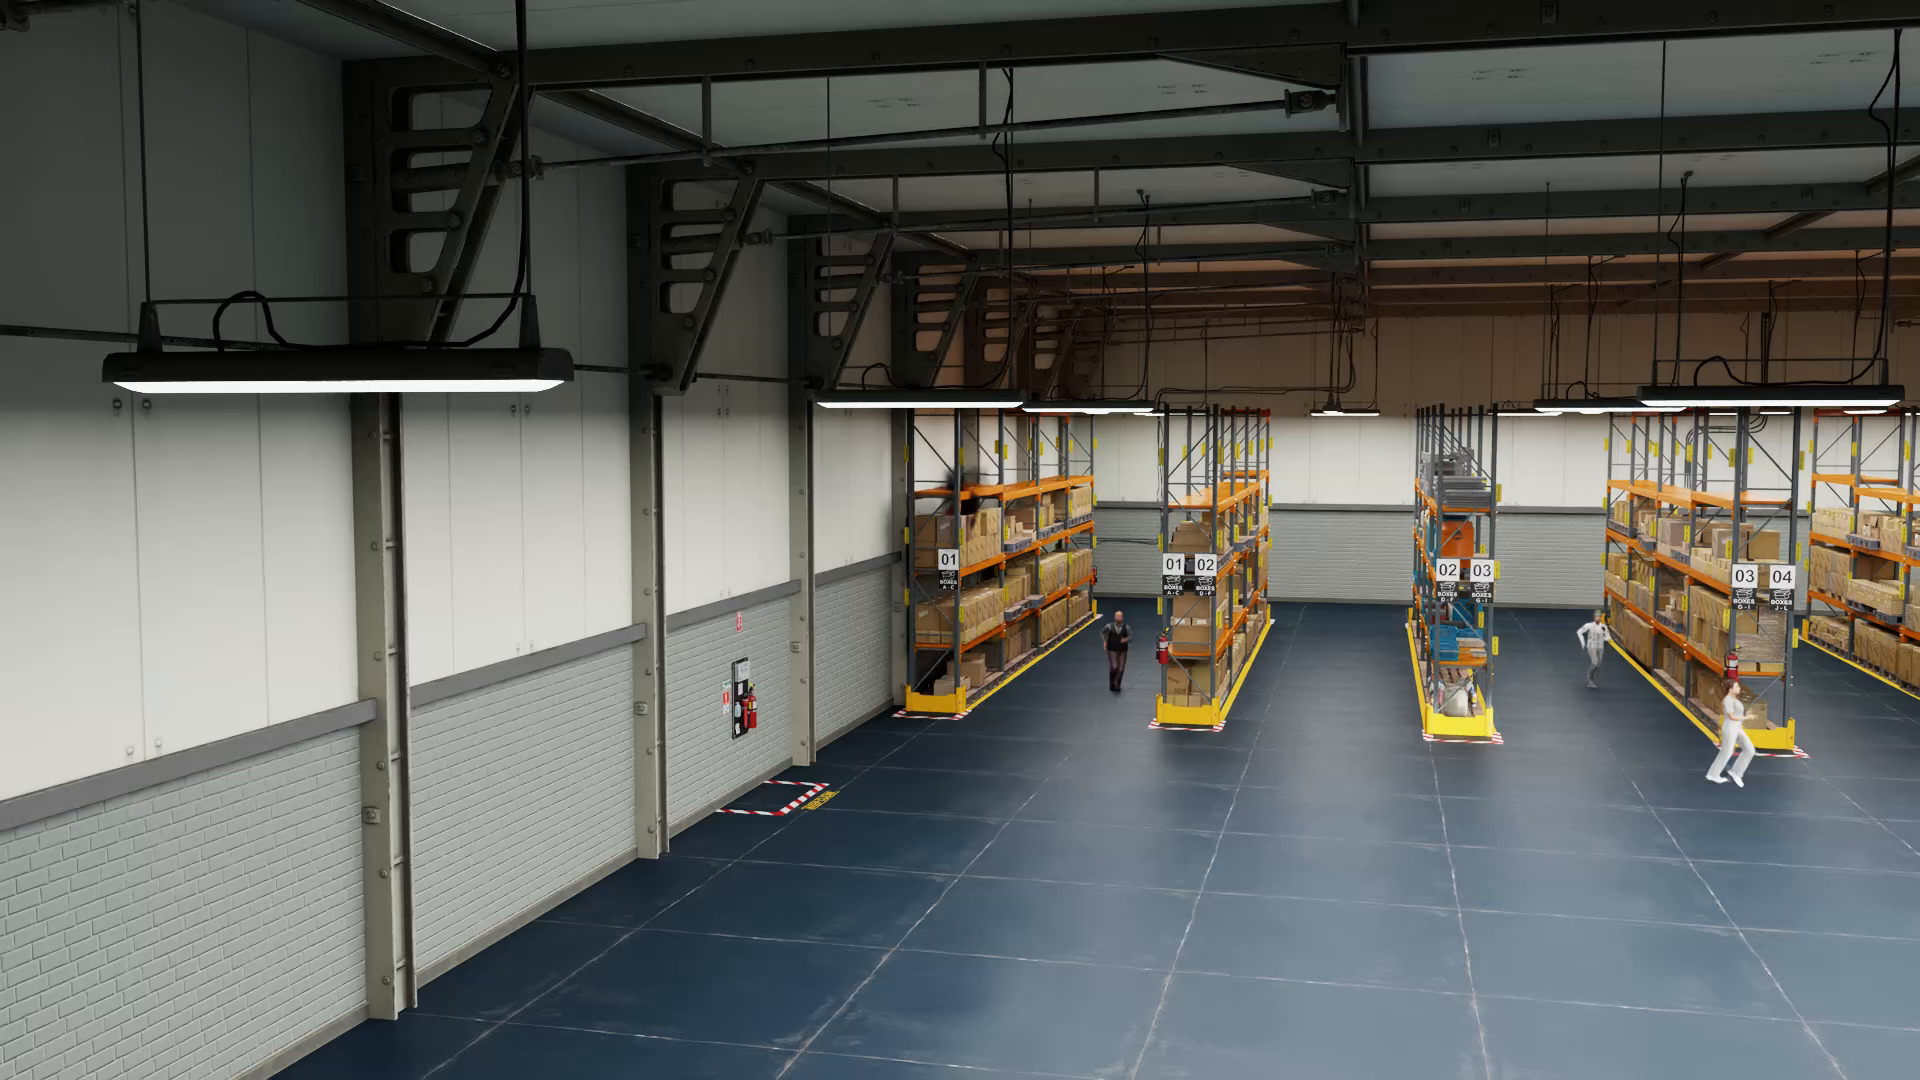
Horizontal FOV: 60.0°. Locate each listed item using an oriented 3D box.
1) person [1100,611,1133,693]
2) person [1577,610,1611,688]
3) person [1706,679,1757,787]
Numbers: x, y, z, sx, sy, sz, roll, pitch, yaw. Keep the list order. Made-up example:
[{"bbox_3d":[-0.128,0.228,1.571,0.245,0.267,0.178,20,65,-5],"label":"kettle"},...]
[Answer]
[{"bbox_3d":[3.286,2.339,34.669,0.644,1.698,0.642,0,4,-5],"label":"person"},{"bbox_3d":[13.475,2.310,35.221,0.598,1.669,0.611,0,4,-3],"label":"person"},{"bbox_3d":[12.031,3.004,25.896,0.707,1.693,0.532,4,6,42],"label":"person"}]
